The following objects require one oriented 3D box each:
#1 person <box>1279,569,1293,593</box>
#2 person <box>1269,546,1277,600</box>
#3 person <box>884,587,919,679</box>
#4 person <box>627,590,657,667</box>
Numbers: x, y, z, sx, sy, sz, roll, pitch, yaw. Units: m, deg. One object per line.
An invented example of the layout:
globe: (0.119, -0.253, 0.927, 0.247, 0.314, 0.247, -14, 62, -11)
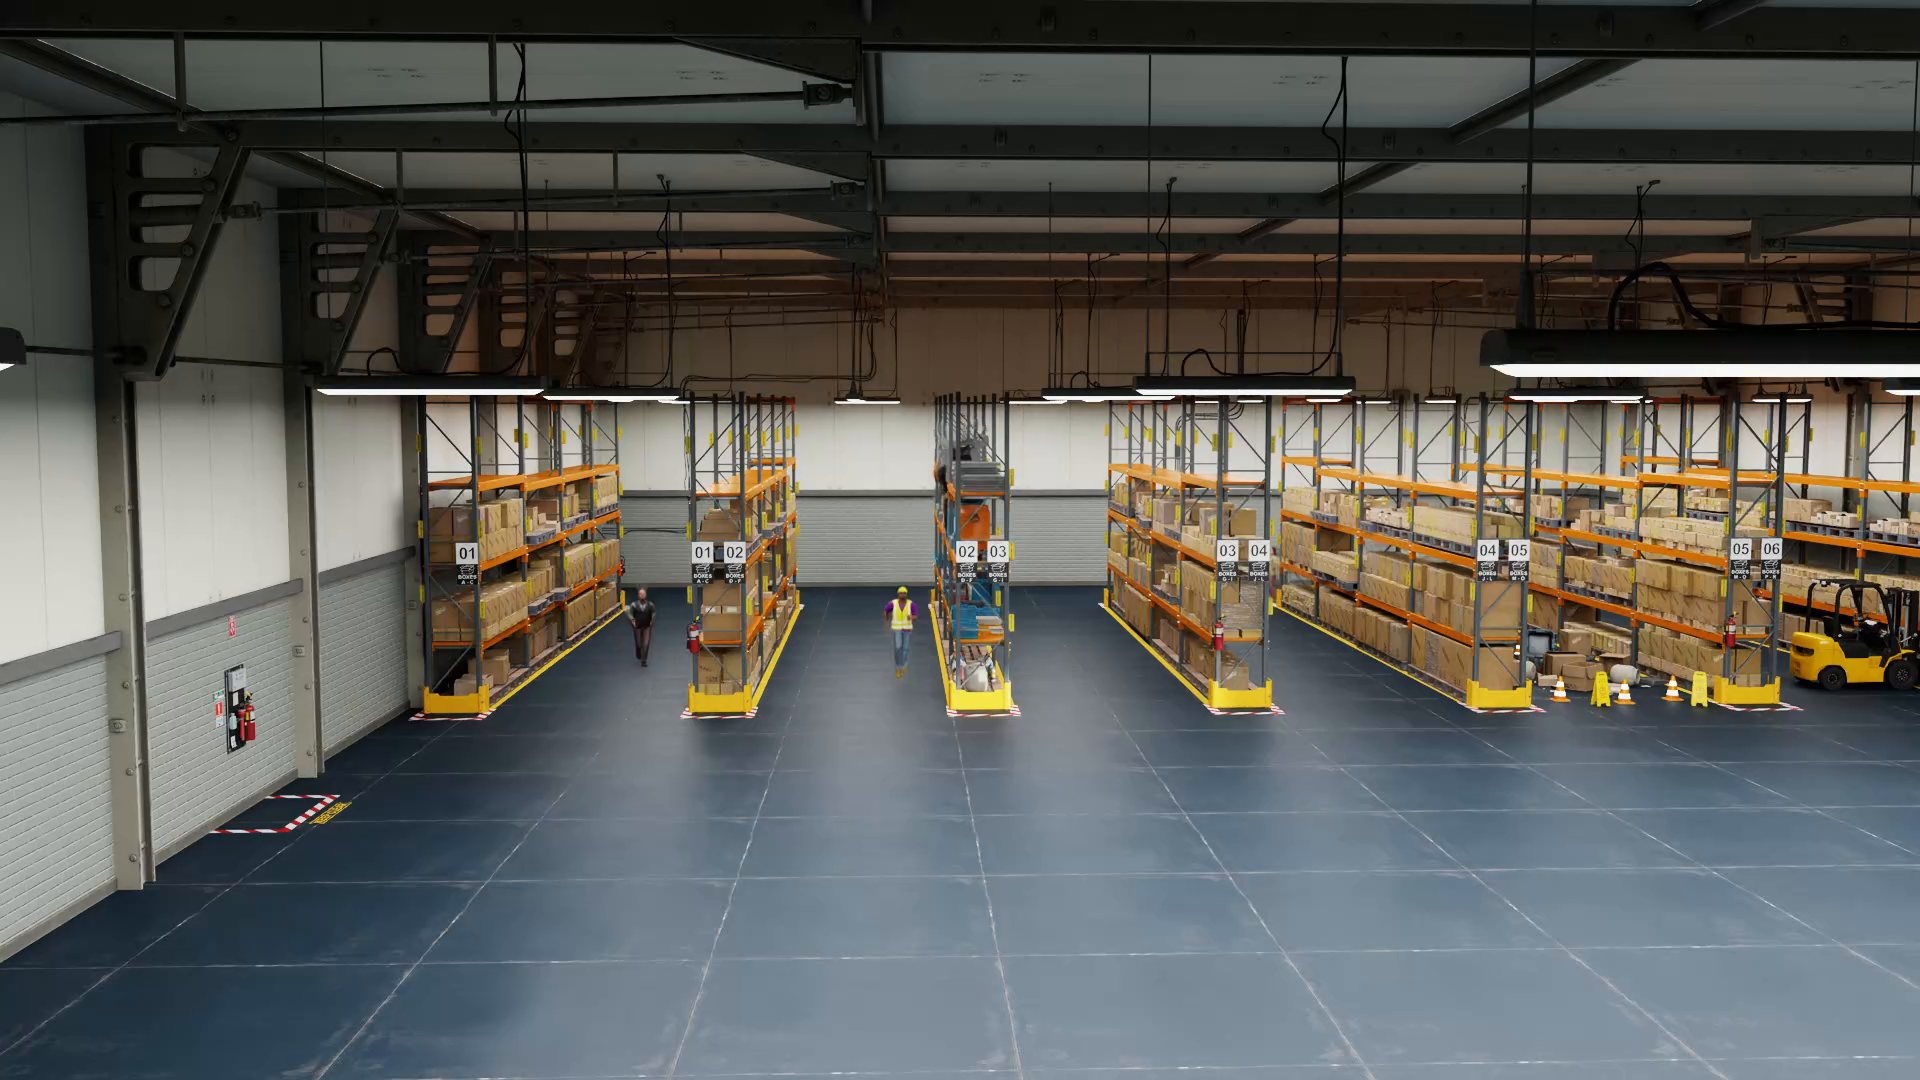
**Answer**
person: (9.712, 0.954, 49.154, 0.719, 1.653, 0.654, -1, 5, -16)
person: (9.118, 1.007, 48.714, 0.604, 1.665, 0.582, -2, 5, -21)
person: (-1.176, 1.873, 33.740, 0.670, 1.859, 0.712, -1, 5, -9)
person: (-7.007, 1.937, 36.709, 0.675, 1.688, 0.762, -1, 5, -17)
